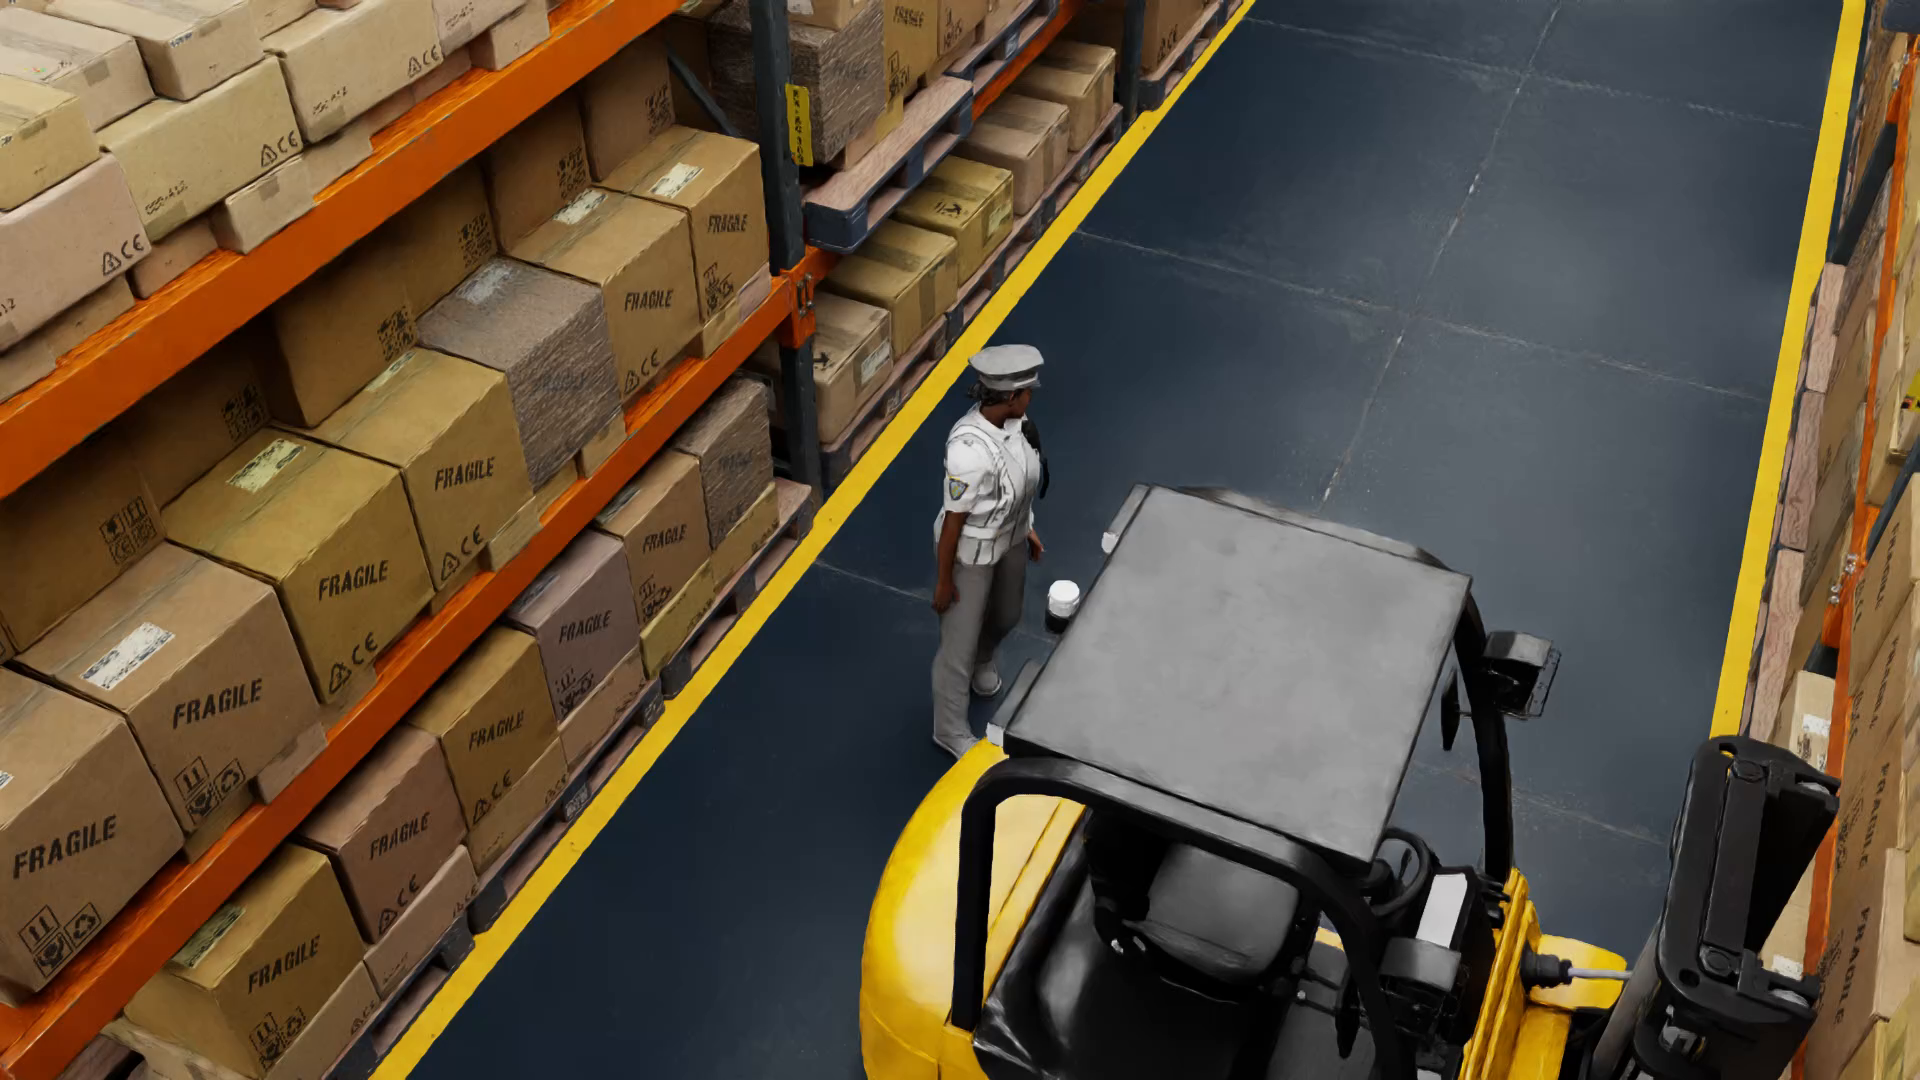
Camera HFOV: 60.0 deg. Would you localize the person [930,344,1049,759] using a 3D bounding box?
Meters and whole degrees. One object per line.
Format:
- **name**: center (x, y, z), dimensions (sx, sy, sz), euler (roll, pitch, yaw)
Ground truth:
- **person**: center (0.098, 0.067, 6.114), dimensions (0.478, 1.638, 0.592), euler (28, 49, 28)
